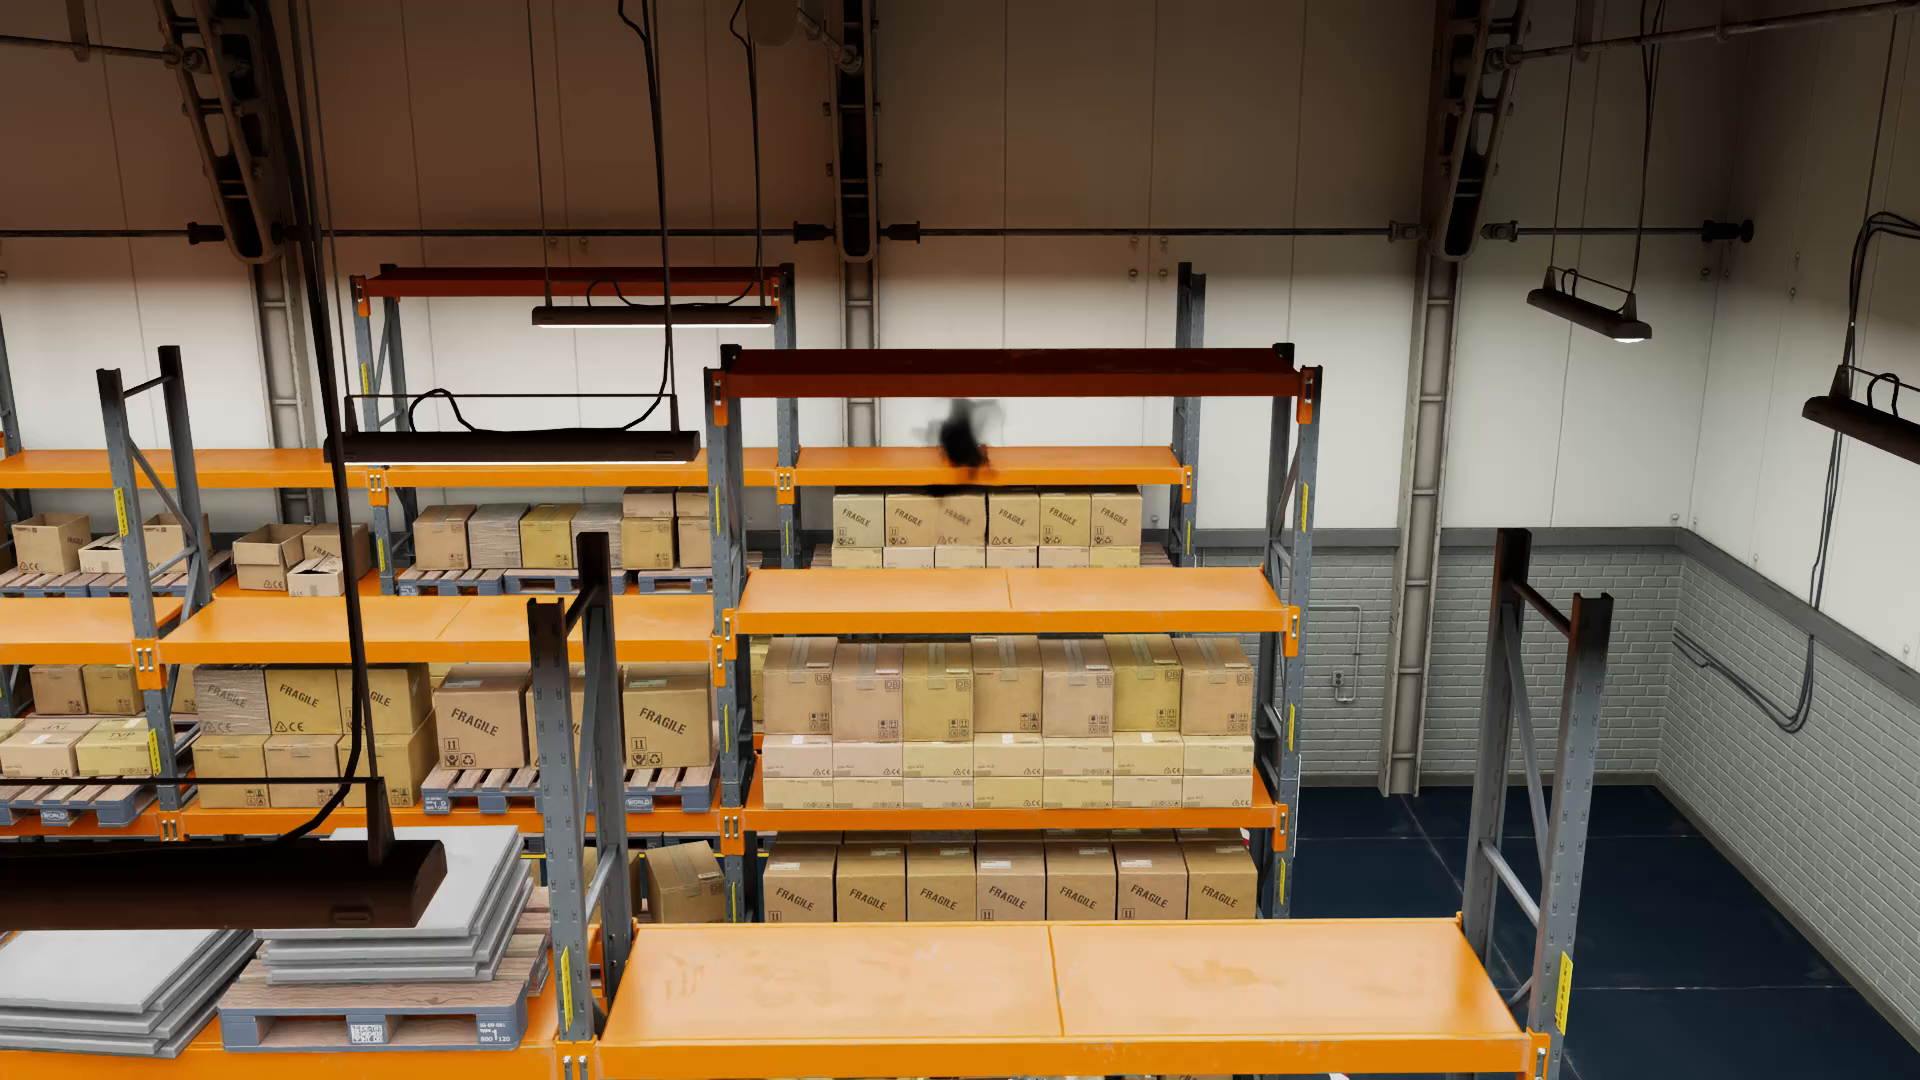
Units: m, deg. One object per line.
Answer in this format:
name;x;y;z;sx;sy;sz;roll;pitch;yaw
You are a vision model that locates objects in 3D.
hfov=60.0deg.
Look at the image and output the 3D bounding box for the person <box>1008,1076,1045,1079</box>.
person;0.395;4.232;11.024;0.625;1.675;0.618;-3;16;-11
